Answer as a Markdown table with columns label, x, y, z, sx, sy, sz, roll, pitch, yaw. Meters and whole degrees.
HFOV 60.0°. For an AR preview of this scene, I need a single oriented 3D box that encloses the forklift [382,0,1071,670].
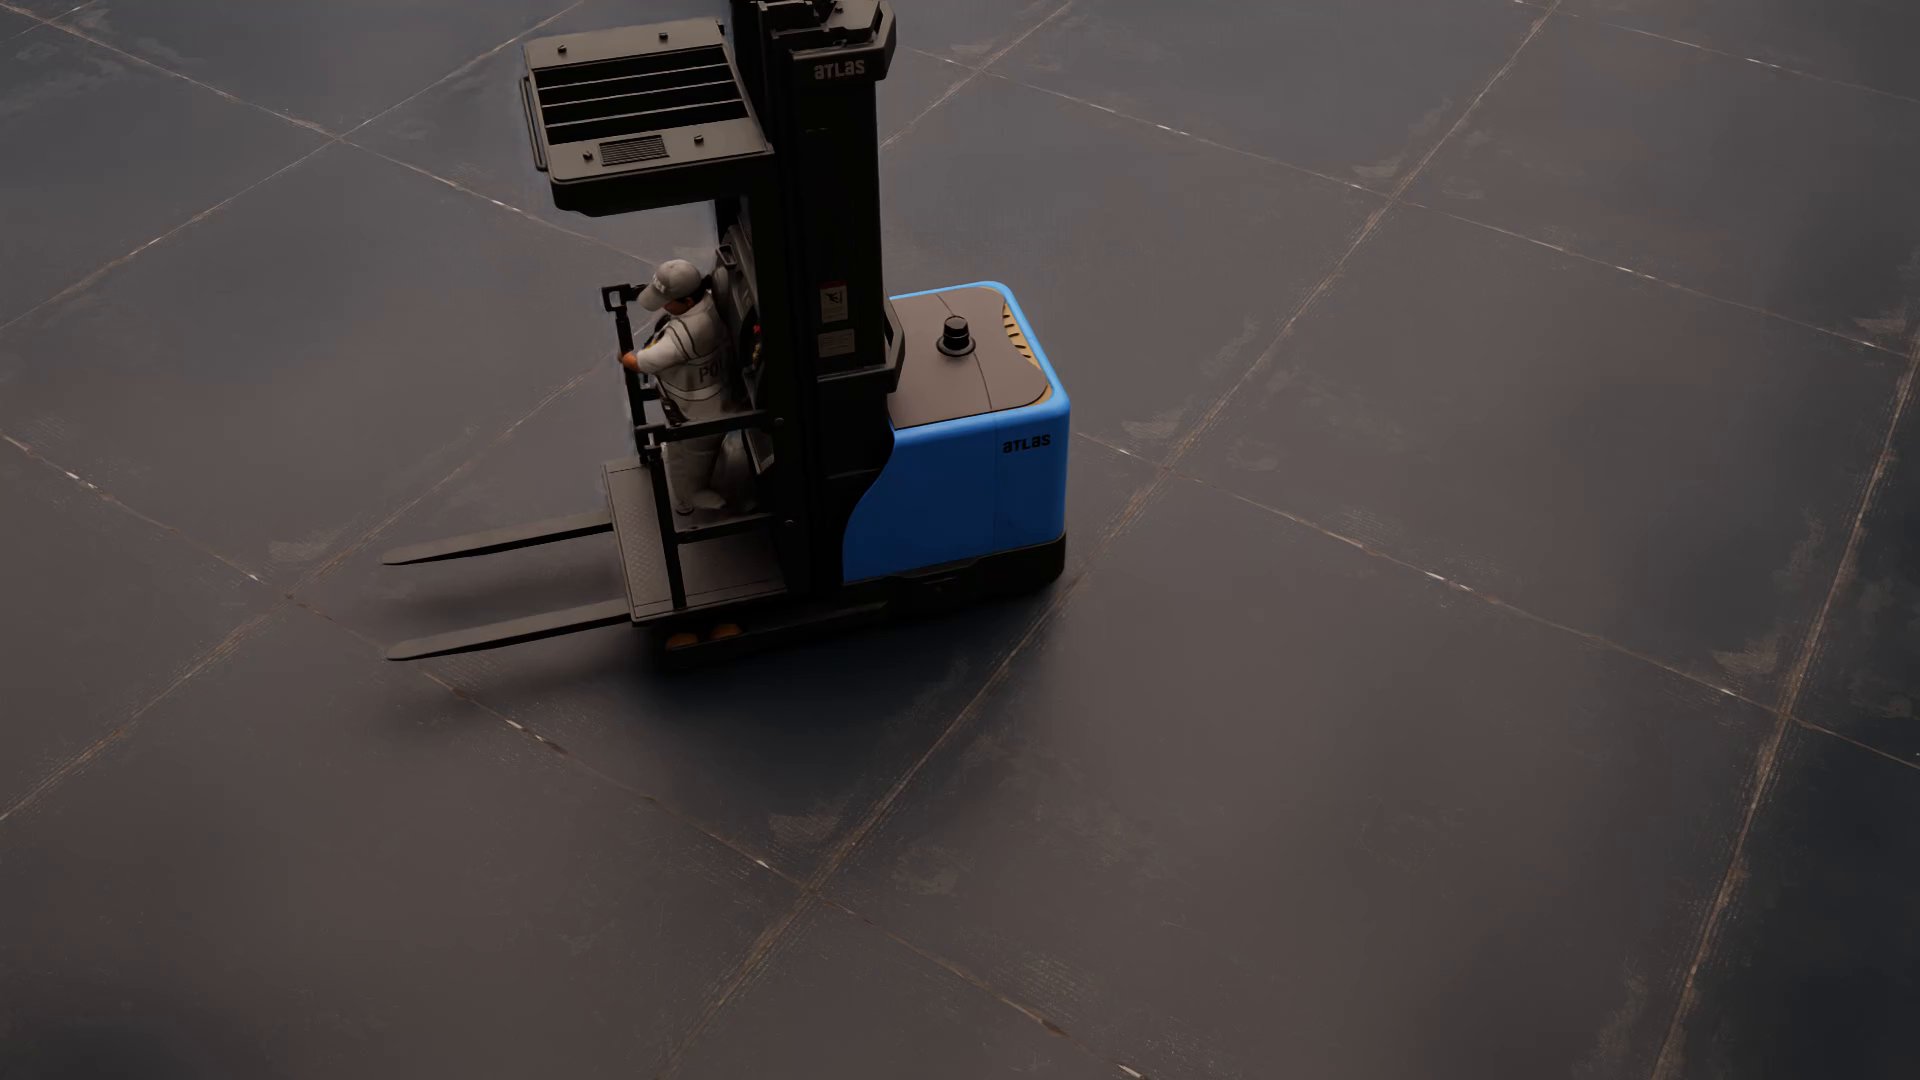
| label | x | y | z | sx | sy | sz | roll | pitch | yaw |
| --- | --- | --- | --- | --- | --- | --- | --- | --- | --- |
| forklift | -1.090 | -0.901 | 6.798 | 3.031 | 2.935 | 1.130 | -11 | 45 | -12 |

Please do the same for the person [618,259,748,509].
| label | x | y | z | sx | sy | sz | roll | pitch | yaw |
| --- | --- | --- | --- | --- | --- | --- | --- | --- | --- |
| person | -1.174 | -0.686 | 7.586 | 0.859 | 1.568 | 0.675 | 19 | 47 | 19 |
